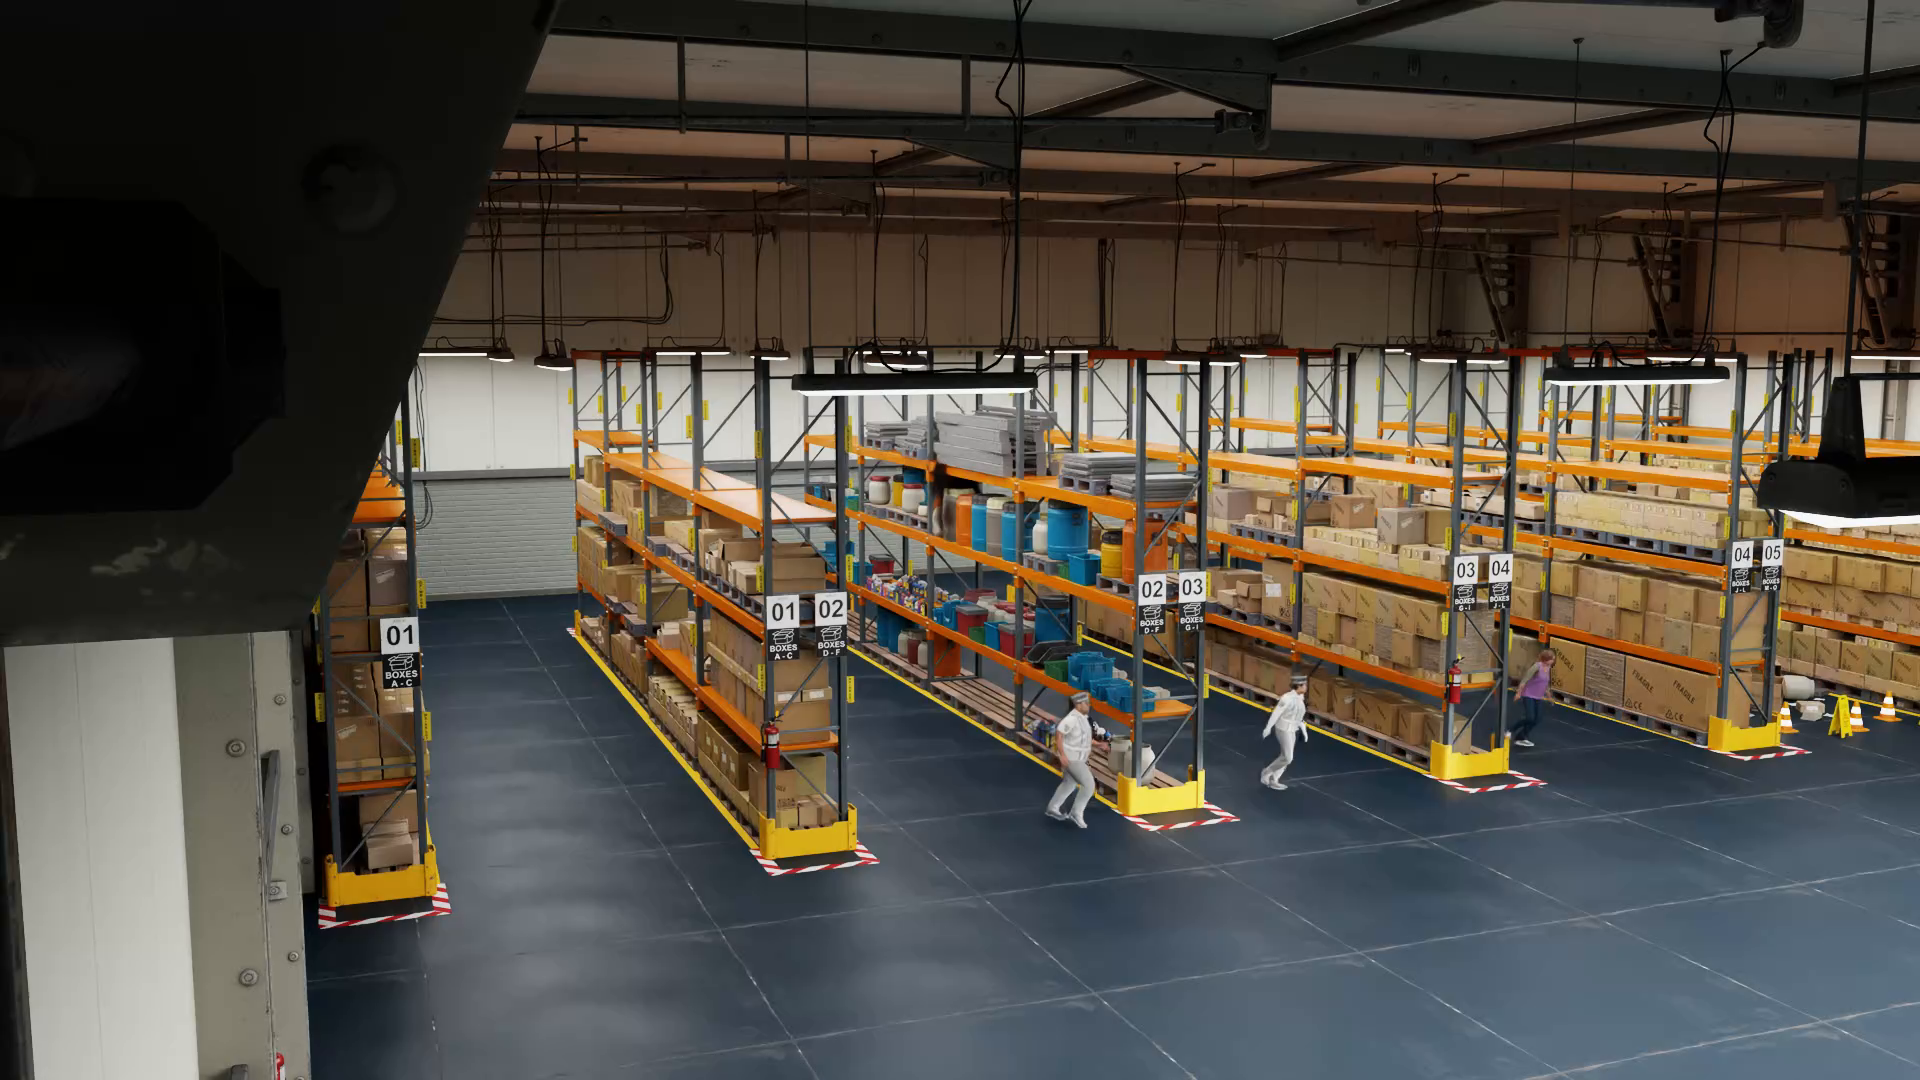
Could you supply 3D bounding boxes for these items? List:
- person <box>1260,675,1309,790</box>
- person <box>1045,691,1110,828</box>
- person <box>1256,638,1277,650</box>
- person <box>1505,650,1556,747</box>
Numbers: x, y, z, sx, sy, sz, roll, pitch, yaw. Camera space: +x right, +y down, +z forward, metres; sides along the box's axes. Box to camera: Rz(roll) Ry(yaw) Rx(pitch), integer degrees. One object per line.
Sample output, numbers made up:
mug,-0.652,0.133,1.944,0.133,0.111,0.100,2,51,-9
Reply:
person,4.520,2.672,23.098,0.563,1.620,0.641,5,9,36
person,1.500,2.829,21.406,0.840,1.814,0.560,2,7,12
person,6.055,1.460,32.438,0.698,1.712,0.716,-5,9,-36
person,8.751,2.422,25.450,0.659,1.504,0.569,-6,9,-39
